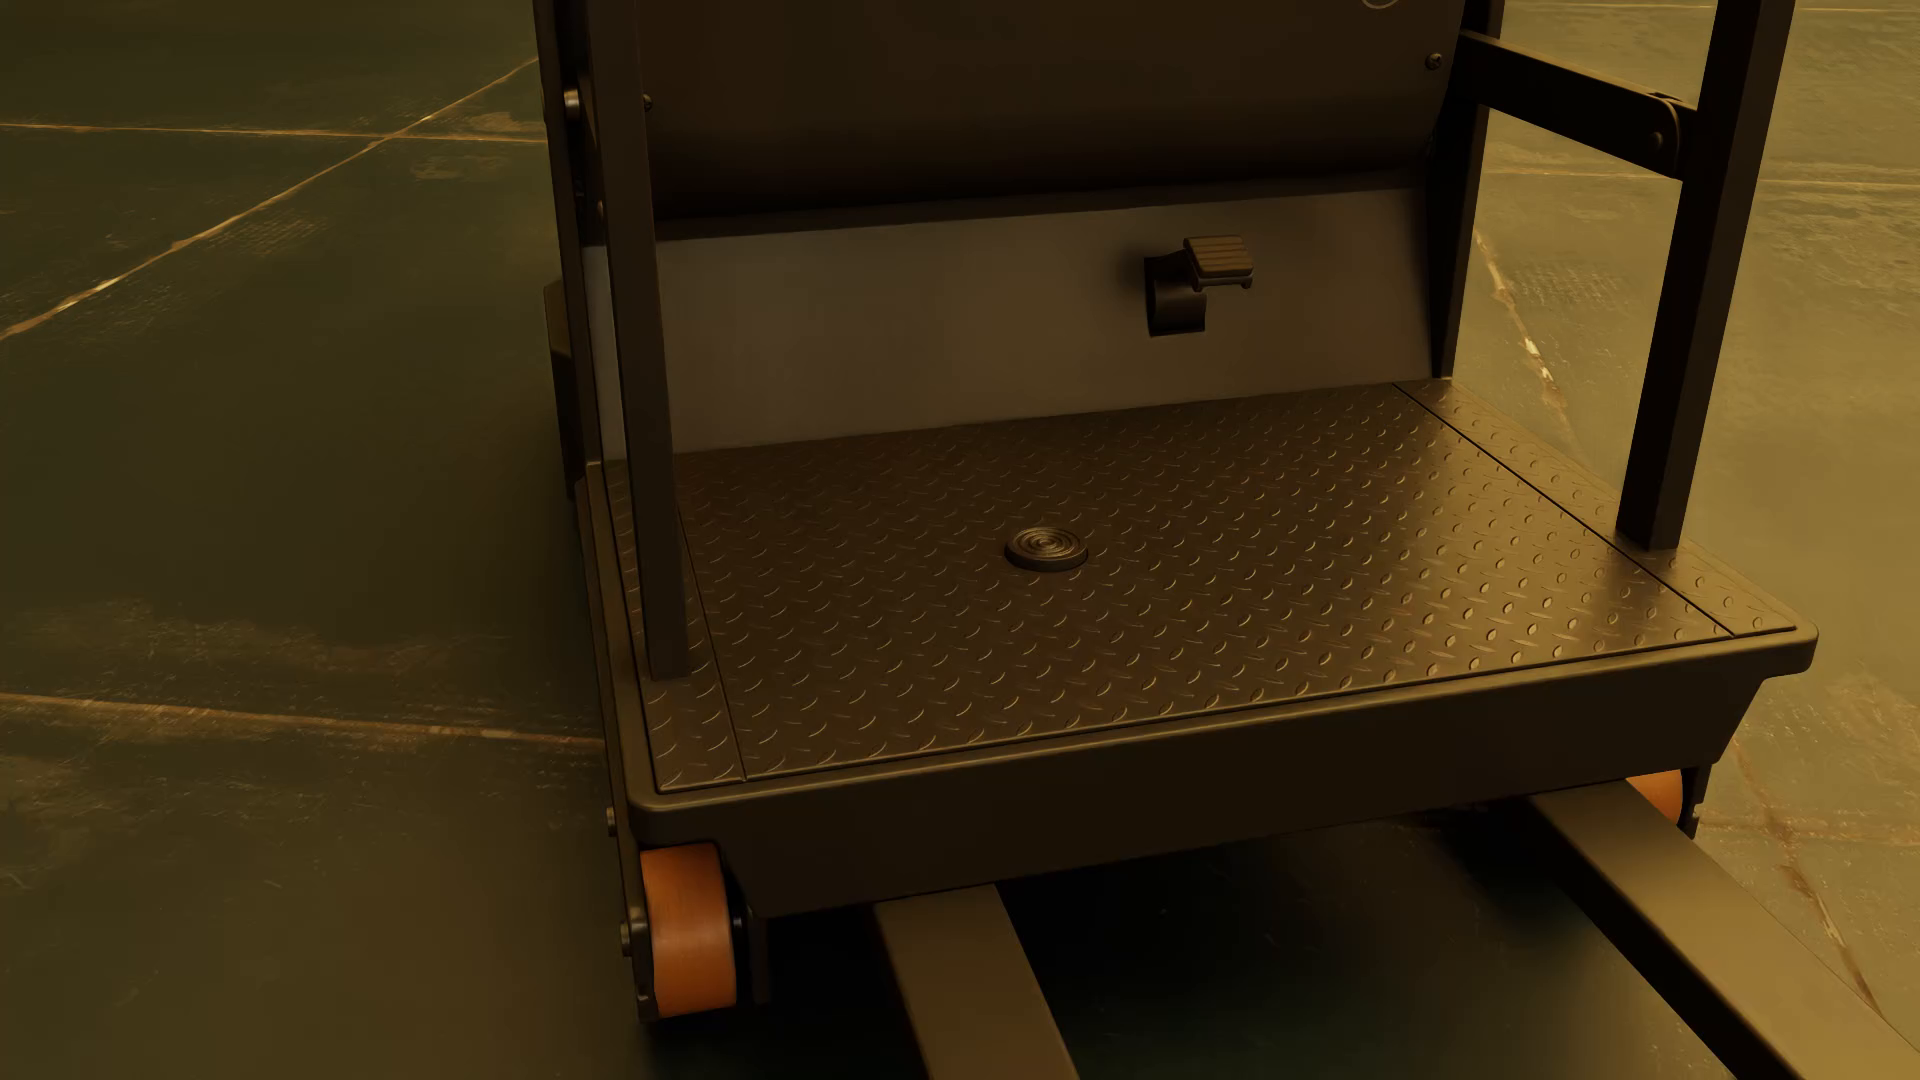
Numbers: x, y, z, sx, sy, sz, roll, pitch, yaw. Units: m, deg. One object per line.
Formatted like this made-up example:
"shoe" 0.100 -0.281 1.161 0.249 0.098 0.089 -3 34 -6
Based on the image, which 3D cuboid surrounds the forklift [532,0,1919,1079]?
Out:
"forklift" 0.153 -1.049 1.319 1.130 2.935 3.031 -7 27 -13
